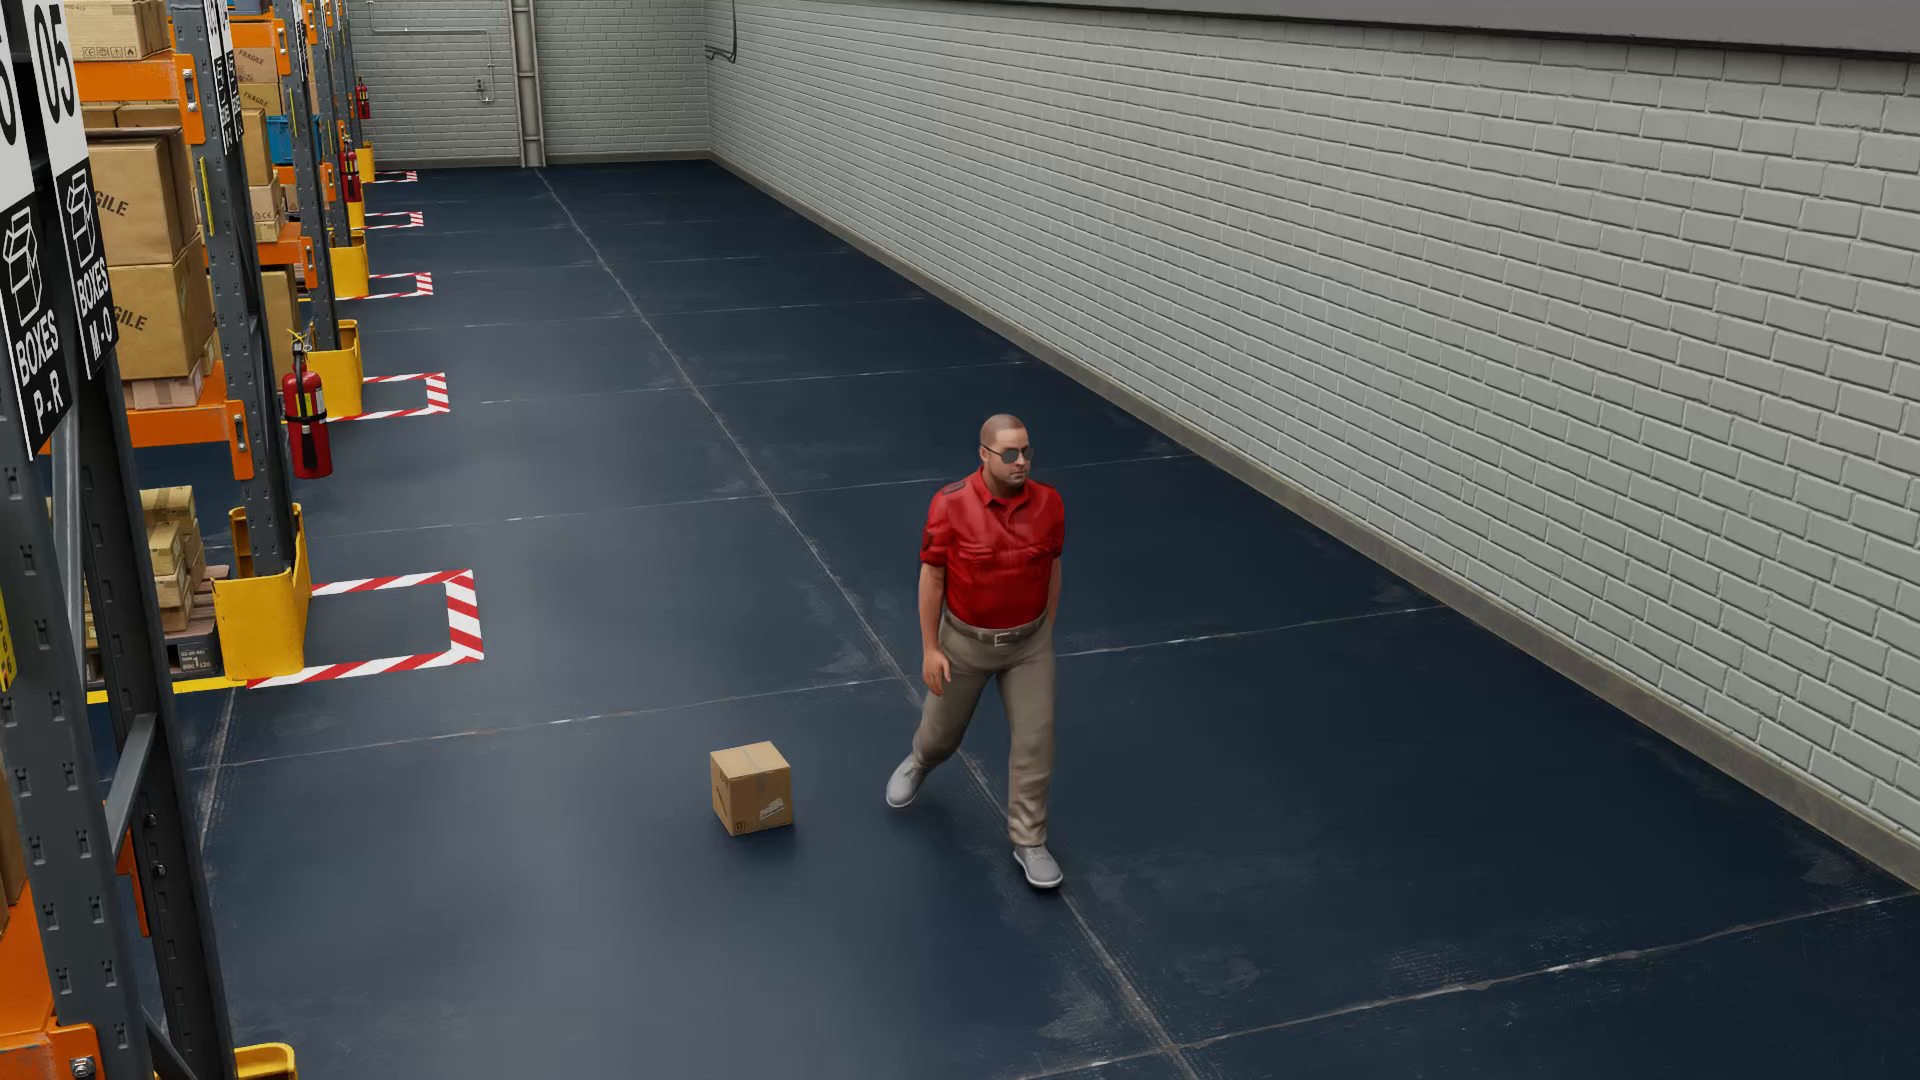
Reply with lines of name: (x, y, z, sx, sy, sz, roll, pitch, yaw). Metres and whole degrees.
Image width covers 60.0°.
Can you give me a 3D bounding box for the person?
person: (0.069, 0.344, 6.063, 0.601, 1.705, 0.874, -5, 20, -14)
